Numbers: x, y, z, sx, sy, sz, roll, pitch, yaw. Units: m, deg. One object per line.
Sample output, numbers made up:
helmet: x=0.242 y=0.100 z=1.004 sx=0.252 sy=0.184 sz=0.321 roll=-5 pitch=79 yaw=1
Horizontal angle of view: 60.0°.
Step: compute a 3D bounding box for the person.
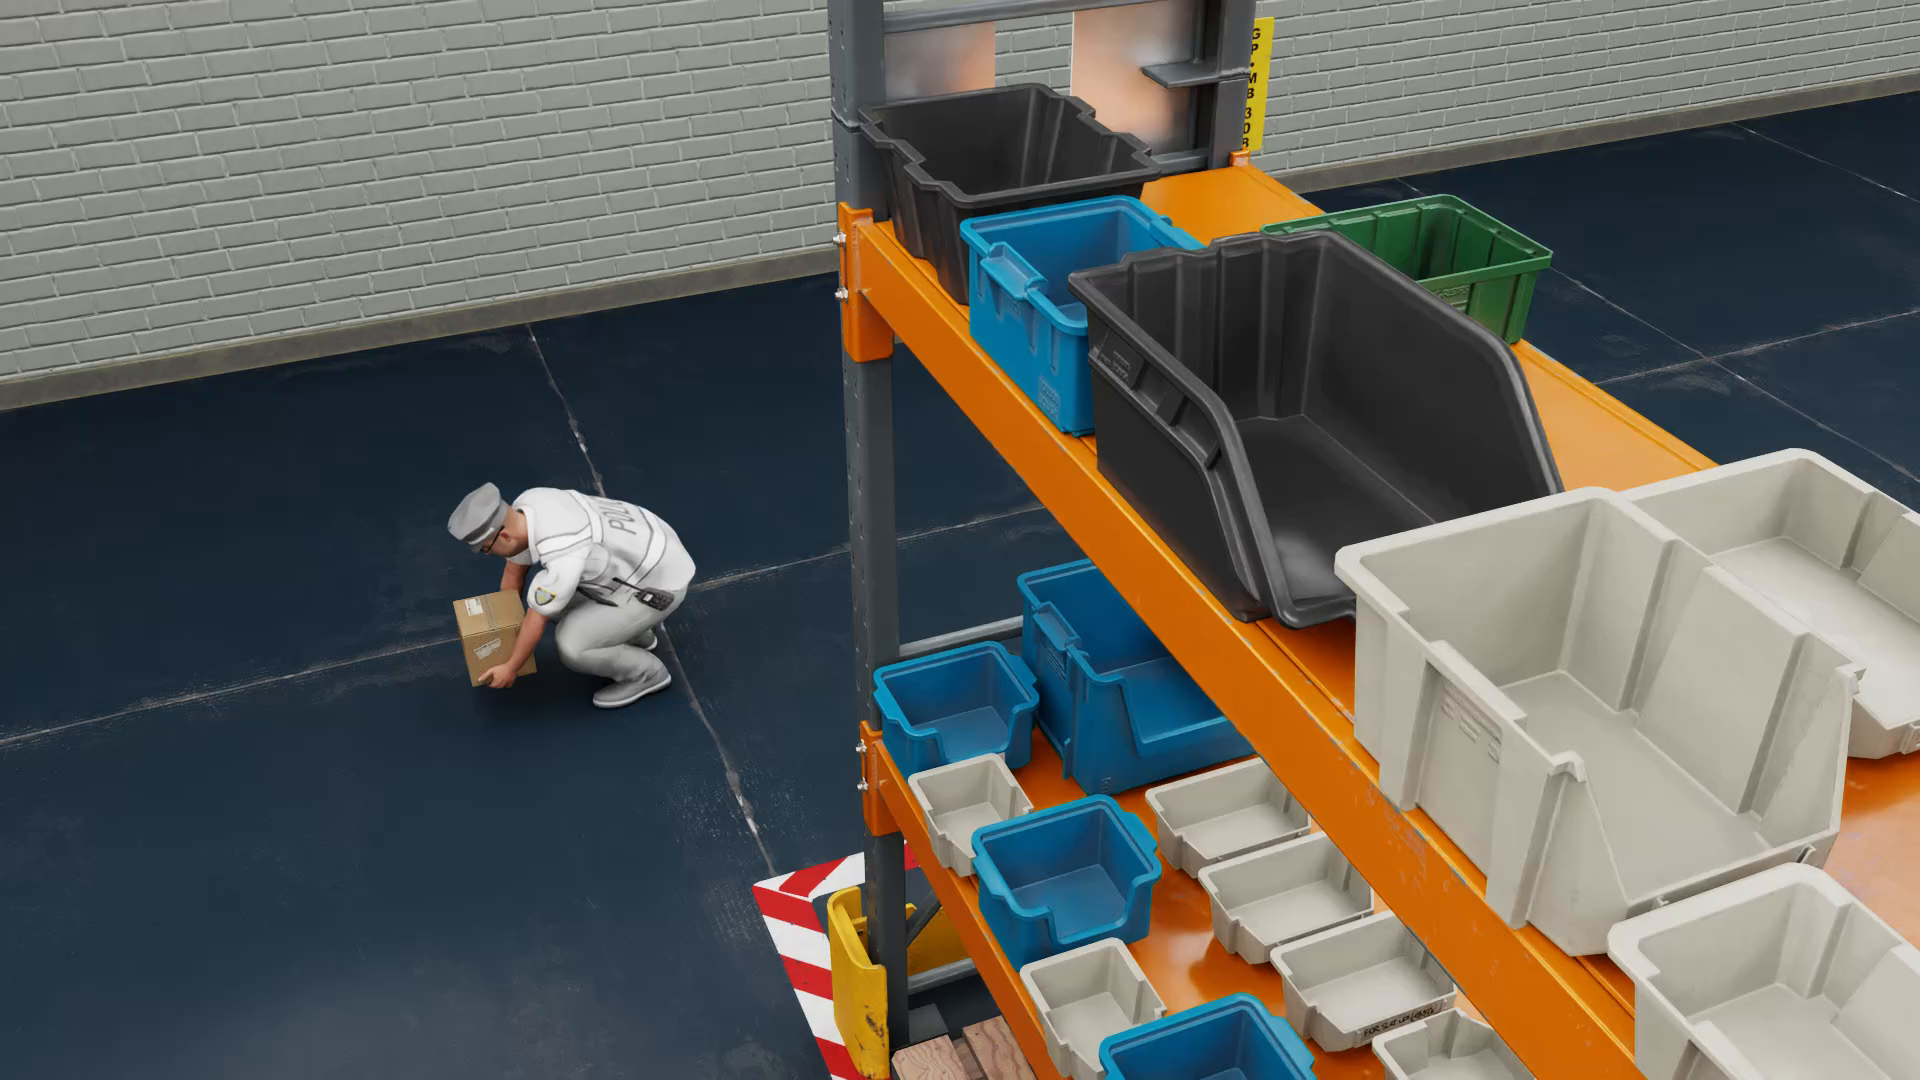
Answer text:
person: x=-1.505 y=0.163 z=6.562 sx=0.909 sy=1.026 sz=0.535 roll=-14 pitch=36 yaw=-20
